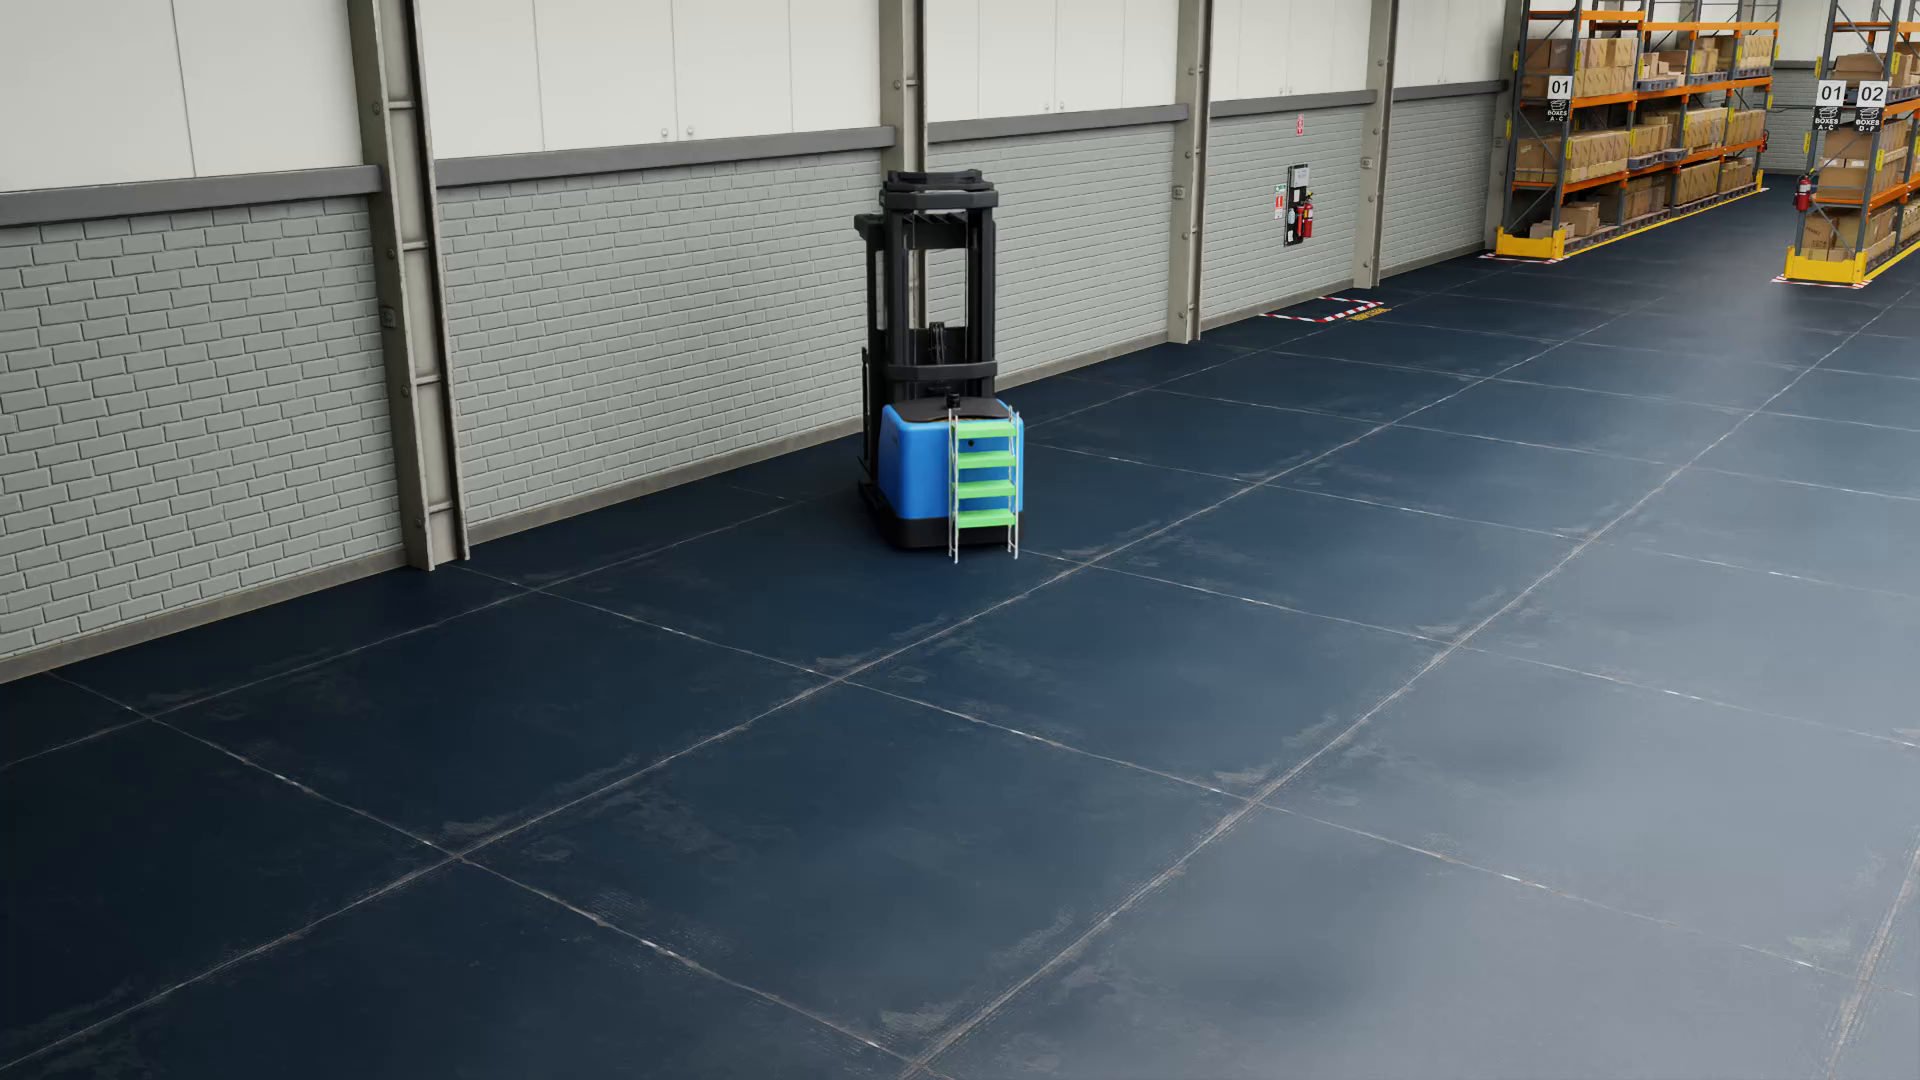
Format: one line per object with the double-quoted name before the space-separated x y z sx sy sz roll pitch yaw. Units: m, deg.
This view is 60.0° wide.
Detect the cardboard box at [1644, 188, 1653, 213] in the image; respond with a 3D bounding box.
"cardboard box" 14.412 -7.300 35.665 0.700 0.500 0.500 12 21 35

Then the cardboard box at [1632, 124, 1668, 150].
"cardboard box" 14.616 -8.572 35.380 0.700 0.500 0.500 10 20 30

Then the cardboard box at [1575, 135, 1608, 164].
"cardboard box" 11.872 -7.380 31.407 0.500 0.500 0.500 13 22 36

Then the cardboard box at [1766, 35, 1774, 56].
"cardboard box" 19.749 -12.216 41.079 0.500 0.500 0.500 12 21 35

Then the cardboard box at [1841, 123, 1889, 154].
"cardboard box" 15.342 -6.822 28.297 0.700 0.500 0.500 13 21 35

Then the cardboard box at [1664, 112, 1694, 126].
"cardboard box" 15.694 -9.193 36.321 0.500 0.250 0.500 13 22 36

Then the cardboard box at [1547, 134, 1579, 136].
"cardboard box" 11.456 -7.469 31.691 0.500 0.500 0.500 13 21 35

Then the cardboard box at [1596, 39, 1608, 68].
"cardboard box" 11.493 -8.912 30.437 0.500 0.500 0.500 13 22 36

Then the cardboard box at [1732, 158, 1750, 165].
"cardboard box" 19.548 -9.480 41.626 0.380 0.149 0.250 13 22 36

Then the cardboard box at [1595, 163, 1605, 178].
"cardboard box" 11.888 -7.025 31.528 0.500 0.250 0.500 13 21 35

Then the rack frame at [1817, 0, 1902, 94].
"rack frame" 14.413 -8.651 26.429 1.000 3.000 0.127 12 21 35

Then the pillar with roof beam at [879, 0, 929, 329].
"pillar with roof beam" 2.888 -4.797 14.019 9.100 9.000 0.400 12 21 35

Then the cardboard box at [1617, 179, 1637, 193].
"cardboard box" 13.808 -7.396 34.712 0.500 0.250 0.500 12 21 33

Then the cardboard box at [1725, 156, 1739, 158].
"cardboard box" 19.543 -9.669 42.235 0.380 0.149 0.250 13 21 35

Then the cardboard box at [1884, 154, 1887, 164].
"cardboard box" 15.586 -6.506 28.375 0.380 0.149 0.250 12 21 34

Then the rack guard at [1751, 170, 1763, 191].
"rack guard" 19.981 -9.284 42.796 1.175 0.500 0.348 12 21 35

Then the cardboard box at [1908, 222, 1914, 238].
"cardboard box" 17.848 -5.924 31.691 0.500 0.250 0.500 12 21 33

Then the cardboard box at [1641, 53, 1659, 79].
"cardboard box" 13.941 -9.704 34.001 0.500 0.500 0.500 12 21 33

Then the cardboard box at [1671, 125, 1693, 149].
"cardboard box" 15.695 -8.836 36.436 0.500 0.500 0.500 13 22 36

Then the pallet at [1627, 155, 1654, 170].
"pallet" 13.388 -7.678 33.735 1.003 0.211 1.213 12 21 35

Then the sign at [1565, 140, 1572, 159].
"sign" 10.869 -6.978 29.698 0.100 0.325 0.005 12 21 35

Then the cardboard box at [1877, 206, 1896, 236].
"cardboard box" 16.389 -5.718 29.764 0.500 0.500 0.500 12 21 35

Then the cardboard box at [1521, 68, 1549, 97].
"cardboard box" 10.478 -8.295 30.136 0.500 0.500 0.500 14 22 39

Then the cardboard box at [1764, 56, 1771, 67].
"cardboard box" 19.743 -11.860 41.194 0.500 0.250 0.500 13 22 36

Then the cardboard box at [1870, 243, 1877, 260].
"cardboard box" 15.505 -5.001 28.718 0.500 0.250 0.500 12 21 35

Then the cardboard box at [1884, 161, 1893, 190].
"cardboard box" 15.926 -6.434 29.237 0.700 0.500 0.500 13 21 35

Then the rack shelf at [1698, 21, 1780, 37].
"rack shelf" 18.775 -12.326 40.149 1.077 0.370 4.000 12 21 35

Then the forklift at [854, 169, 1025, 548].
"forklift" -0.295 -1.731 14.377 1.130 2.935 3.031 -4 18 -12

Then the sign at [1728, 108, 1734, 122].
"sign" 18.025 -9.941 38.877 0.100 0.325 0.005 12 21 35

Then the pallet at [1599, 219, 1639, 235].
"pallet" 13.279 -6.468 34.214 1.003 0.211 1.213 12 21 35

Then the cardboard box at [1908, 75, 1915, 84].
"cardboard box" 16.298 -7.983 28.816 0.380 0.149 0.250 12 21 35

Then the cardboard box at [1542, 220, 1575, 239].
"cardboard box" 11.257 -5.872 31.385 0.500 0.311 0.500 15 22 39

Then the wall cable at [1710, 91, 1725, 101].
"wall cable" 19.970 -11.429 43.776 0.084 1.984 1.851 12 21 35

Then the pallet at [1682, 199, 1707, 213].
"pallet" 16.457 -7.698 38.178 1.003 0.211 1.213 12 21 35

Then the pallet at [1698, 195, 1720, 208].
"pallet" 17.184 -7.990 39.118 1.003 0.211 1.213 12 21 35

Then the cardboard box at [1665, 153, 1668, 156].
"cardboard box" 15.582 -8.493 36.426 0.380 0.149 0.250 12 21 34

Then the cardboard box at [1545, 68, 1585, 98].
"cardboard box" 10.833 -8.186 29.787 0.500 0.500 0.500 13 22 36

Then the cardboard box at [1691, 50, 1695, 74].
"cardboard box" 15.716 -10.518 36.587 0.700 0.500 0.500 11 20 32

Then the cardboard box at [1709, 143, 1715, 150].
"cardboard box" 17.177 -9.087 38.336 0.380 0.149 0.250 12 21 35

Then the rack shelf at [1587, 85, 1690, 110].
"rack shelf" 14.008 -9.179 34.399 1.077 0.370 4.000 12 21 35

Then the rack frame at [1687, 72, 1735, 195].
"rack frame" 17.583 -9.519 39.339 1.000 3.000 0.127 12 21 35

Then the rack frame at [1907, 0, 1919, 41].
"rack frame" 19.180 -10.557 32.565 1.000 3.000 0.127 12 21 35

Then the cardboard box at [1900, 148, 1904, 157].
"cardboard box" 16.658 -6.935 29.757 0.380 0.149 0.250 12 21 34

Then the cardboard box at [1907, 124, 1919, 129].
"cardboard box" 20.743 -8.644 35.646 0.500 0.500 0.700 -16 23 -42

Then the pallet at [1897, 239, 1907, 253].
"pallet" 17.204 -5.590 31.388 1.003 0.211 1.213 12 21 35

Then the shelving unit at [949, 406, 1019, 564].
"shelving unit" 0.185 -0.432 13.112 0.503 1.200 0.258 -4 18 -12

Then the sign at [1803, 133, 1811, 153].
"sign" 13.986 -6.552 27.432 0.100 0.325 0.005 12 21 35

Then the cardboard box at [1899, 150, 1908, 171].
"cardboard box" 17.581 -7.092 31.356 0.500 0.500 0.500 14 22 39

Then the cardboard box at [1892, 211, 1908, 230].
"cardboard box" 17.243 -5.949 30.825 0.500 0.311 0.500 13 21 35
